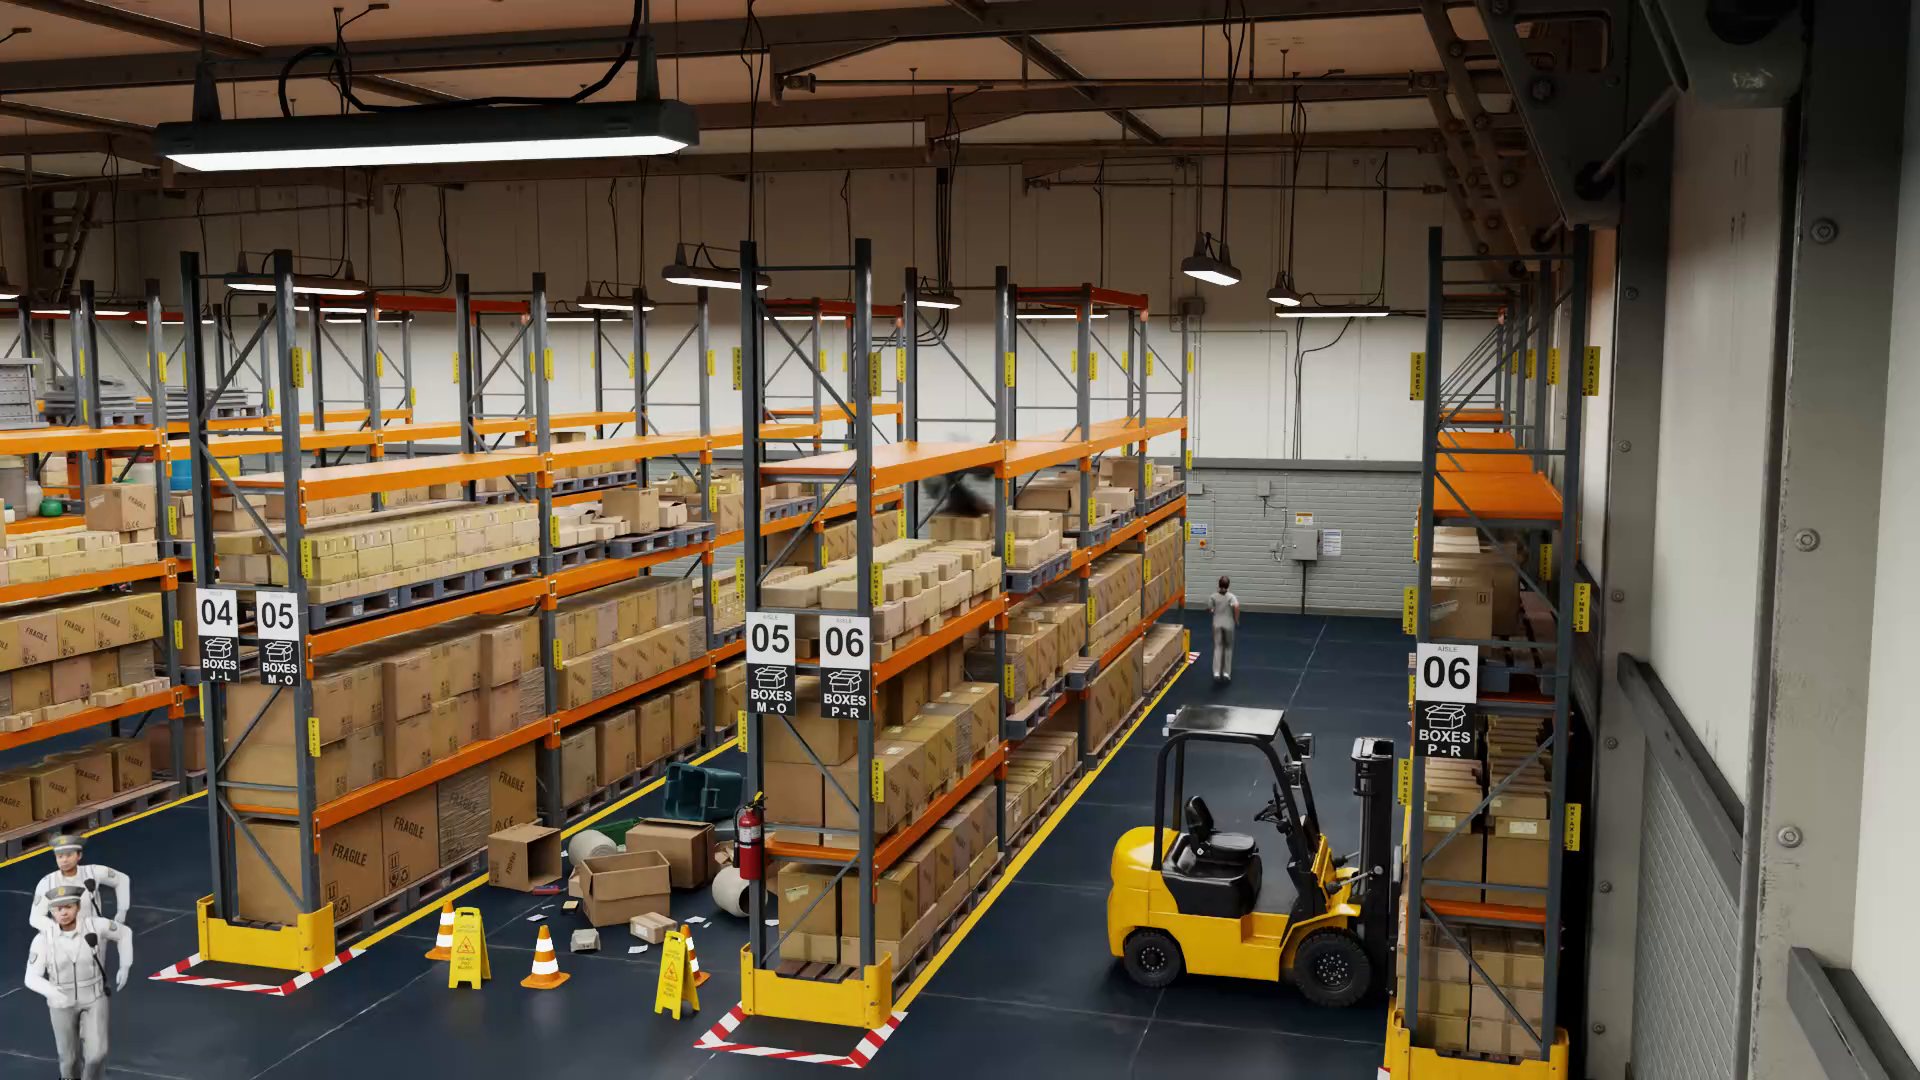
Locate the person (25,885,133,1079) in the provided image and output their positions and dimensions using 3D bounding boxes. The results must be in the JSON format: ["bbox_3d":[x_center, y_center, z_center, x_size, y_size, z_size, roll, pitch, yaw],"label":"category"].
[{"bbox_3d":[-5.882,3.086,11.135,0.631,1.650,0.780,-3,7,-24],"label":"person"}]

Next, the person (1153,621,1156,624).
[{"bbox_3d":[3.210,1.010,29.543,0.549,1.715,0.712,4,8,32],"label":"person"}]

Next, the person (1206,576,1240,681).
[{"bbox_3d":[4.134,1.414,26.101,0.556,1.707,0.798,2,7,16],"label":"person"}]

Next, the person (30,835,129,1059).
[{"bbox_3d":[-6.453,2.962,12.220,0.620,1.691,0.835,-2,7,-19],"label":"person"}]
